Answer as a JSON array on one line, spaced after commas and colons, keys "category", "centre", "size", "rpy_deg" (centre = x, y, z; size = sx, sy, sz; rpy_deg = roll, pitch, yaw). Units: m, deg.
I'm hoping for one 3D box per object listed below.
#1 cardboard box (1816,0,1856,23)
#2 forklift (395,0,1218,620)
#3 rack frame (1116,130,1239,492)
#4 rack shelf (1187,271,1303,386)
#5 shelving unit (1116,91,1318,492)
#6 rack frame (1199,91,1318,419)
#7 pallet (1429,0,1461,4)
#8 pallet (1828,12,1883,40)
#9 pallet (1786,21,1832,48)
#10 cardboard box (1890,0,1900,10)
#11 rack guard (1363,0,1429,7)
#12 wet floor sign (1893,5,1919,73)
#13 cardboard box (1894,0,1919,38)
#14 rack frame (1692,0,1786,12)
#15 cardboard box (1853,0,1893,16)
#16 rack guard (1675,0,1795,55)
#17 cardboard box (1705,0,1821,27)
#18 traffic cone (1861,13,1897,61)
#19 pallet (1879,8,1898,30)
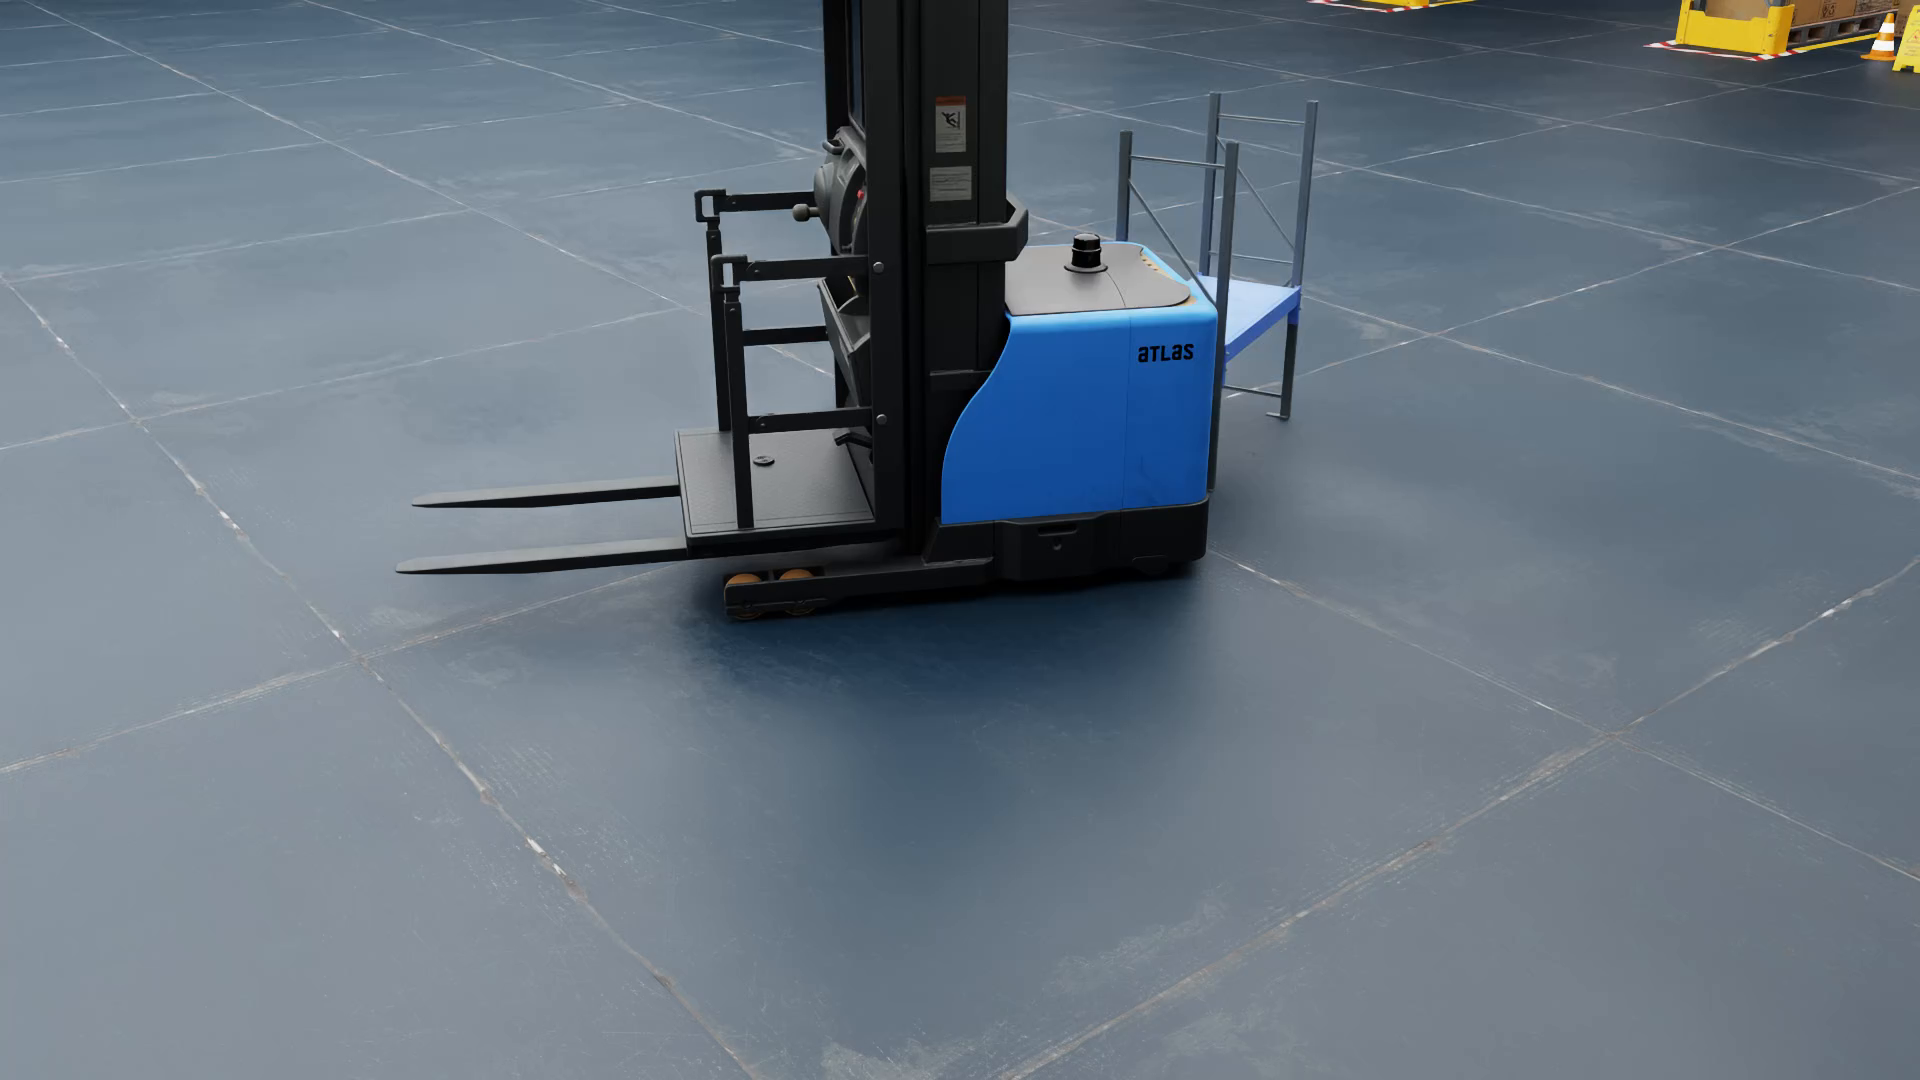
[{"category": "cardboard box", "centre": [9.837, -6.552, 19.329], "size": [0.875, 0.875, 0.875], "rpy_deg": [-19, 31, -35]}, {"category": "forklift", "centre": [-0.612, -1.278, 6.021], "size": [3.031, 2.935, 1.130], "rpy_deg": [-5, 25, -10]}, {"category": "rack frame", "centre": [0.879, -0.941, 6.997], "size": [0.500, 1.500, 0.032], "rpy_deg": [13, 28, 26]}, {"category": "rack shelf", "centre": [1.123, -0.966, 7.477], "size": [0.538, 0.185, 1.000], "rpy_deg": [13, 28, 26]}, {"category": "shelving unit", "centre": [1.123, -1.129, 7.402], "size": [0.538, 1.500, 1.048], "rpy_deg": [13, 28, 26]}, {"category": "rack frame", "centre": [1.367, -1.317, 7.806], "size": [0.500, 1.500, 0.032], "rpy_deg": [13, 28, 26]}, {"category": "pallet", "centre": [6.393, -7.521, 22.705], "size": [1.213, 0.211, 1.003], "rpy_deg": [-18, 31, -34]}, {"category": "pallet", "centre": [10.194, -6.182, 19.819], "size": [1.213, 0.211, 1.003], "rpy_deg": [-18, 31, -34]}, {"category": "pallet", "centre": [9.234, -5.866, 19.140], "size": [1.213, 0.211, 1.003], "rpy_deg": [-18, 31, -34]}, {"category": "cardboard box", "centre": [11.263, -7.023, 20.345], "size": [0.875, 0.875, 0.875], "rpy_deg": [-18, 30, -33]}, {"category": "rack guard", "centre": [5.732, -7.453, 22.215], "size": [0.348, 0.500, 1.175], "rpy_deg": [-18, 31, -34]}, {"category": "wet floor sign", "centre": [9.852, -5.166, 17.115], "size": [0.267, 0.644, 0.232], "rpy_deg": [21, 32, 37]}, {"category": "cardboard box", "centre": [11.213, -6.061, 19.213], "size": [0.500, 0.500, 0.500], "rpy_deg": [-13, 28, -25]}, {"category": "rack frame", "centre": [8.653, -6.898, 18.049], "size": [0.127, 3.000, 1.000], "rpy_deg": [-18, 31, -34]}, {"category": "cardboard box", "centre": [10.556, -6.788, 19.838], "size": [0.875, 0.875, 0.875], "rpy_deg": [-18, 30, -34]}, {"category": "rack guard", "centre": [8.635, -5.758, 18.562], "size": [0.348, 0.500, 1.175], "rpy_deg": [-18, 31, -34]}, {"category": "cardboard box", "centre": [9.146, -6.322, 18.835], "size": [0.875, 0.875, 0.875], "rpy_deg": [-18, 30, -34]}, {"category": "traffic cone", "centre": [9.948, -5.415, 17.867], "size": [0.334, 0.463, 0.336], "rpy_deg": [-18, 31, -34]}, {"category": "pallet", "centre": [11.154, -6.500, 20.505], "size": [1.213, 0.211, 1.003], "rpy_deg": [-18, 31, -34]}]
